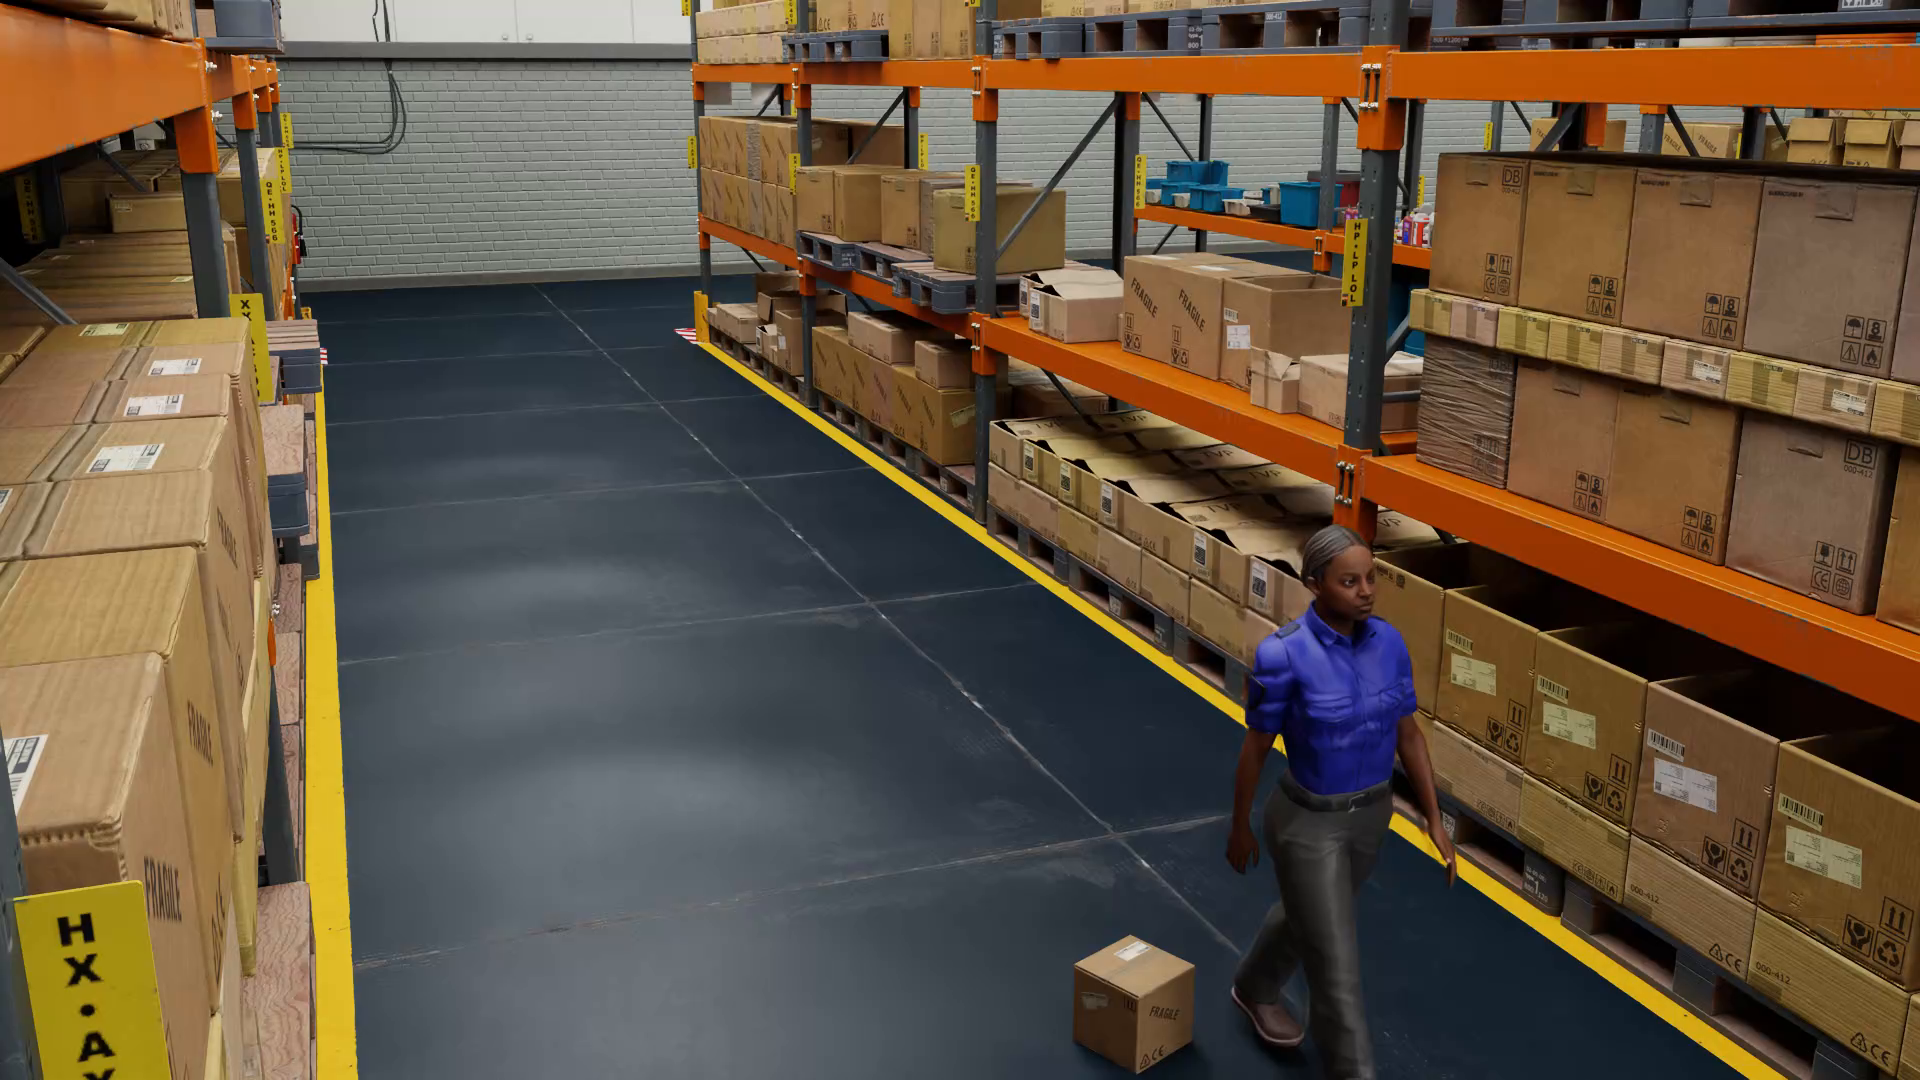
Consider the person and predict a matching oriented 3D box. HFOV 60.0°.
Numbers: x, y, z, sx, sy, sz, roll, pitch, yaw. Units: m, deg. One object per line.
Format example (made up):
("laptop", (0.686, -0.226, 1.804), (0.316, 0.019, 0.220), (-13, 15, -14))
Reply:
("person", (1.008, 0.750, 4.323), (0.452, 1.591, 1.005), (-8, 18, -27))
